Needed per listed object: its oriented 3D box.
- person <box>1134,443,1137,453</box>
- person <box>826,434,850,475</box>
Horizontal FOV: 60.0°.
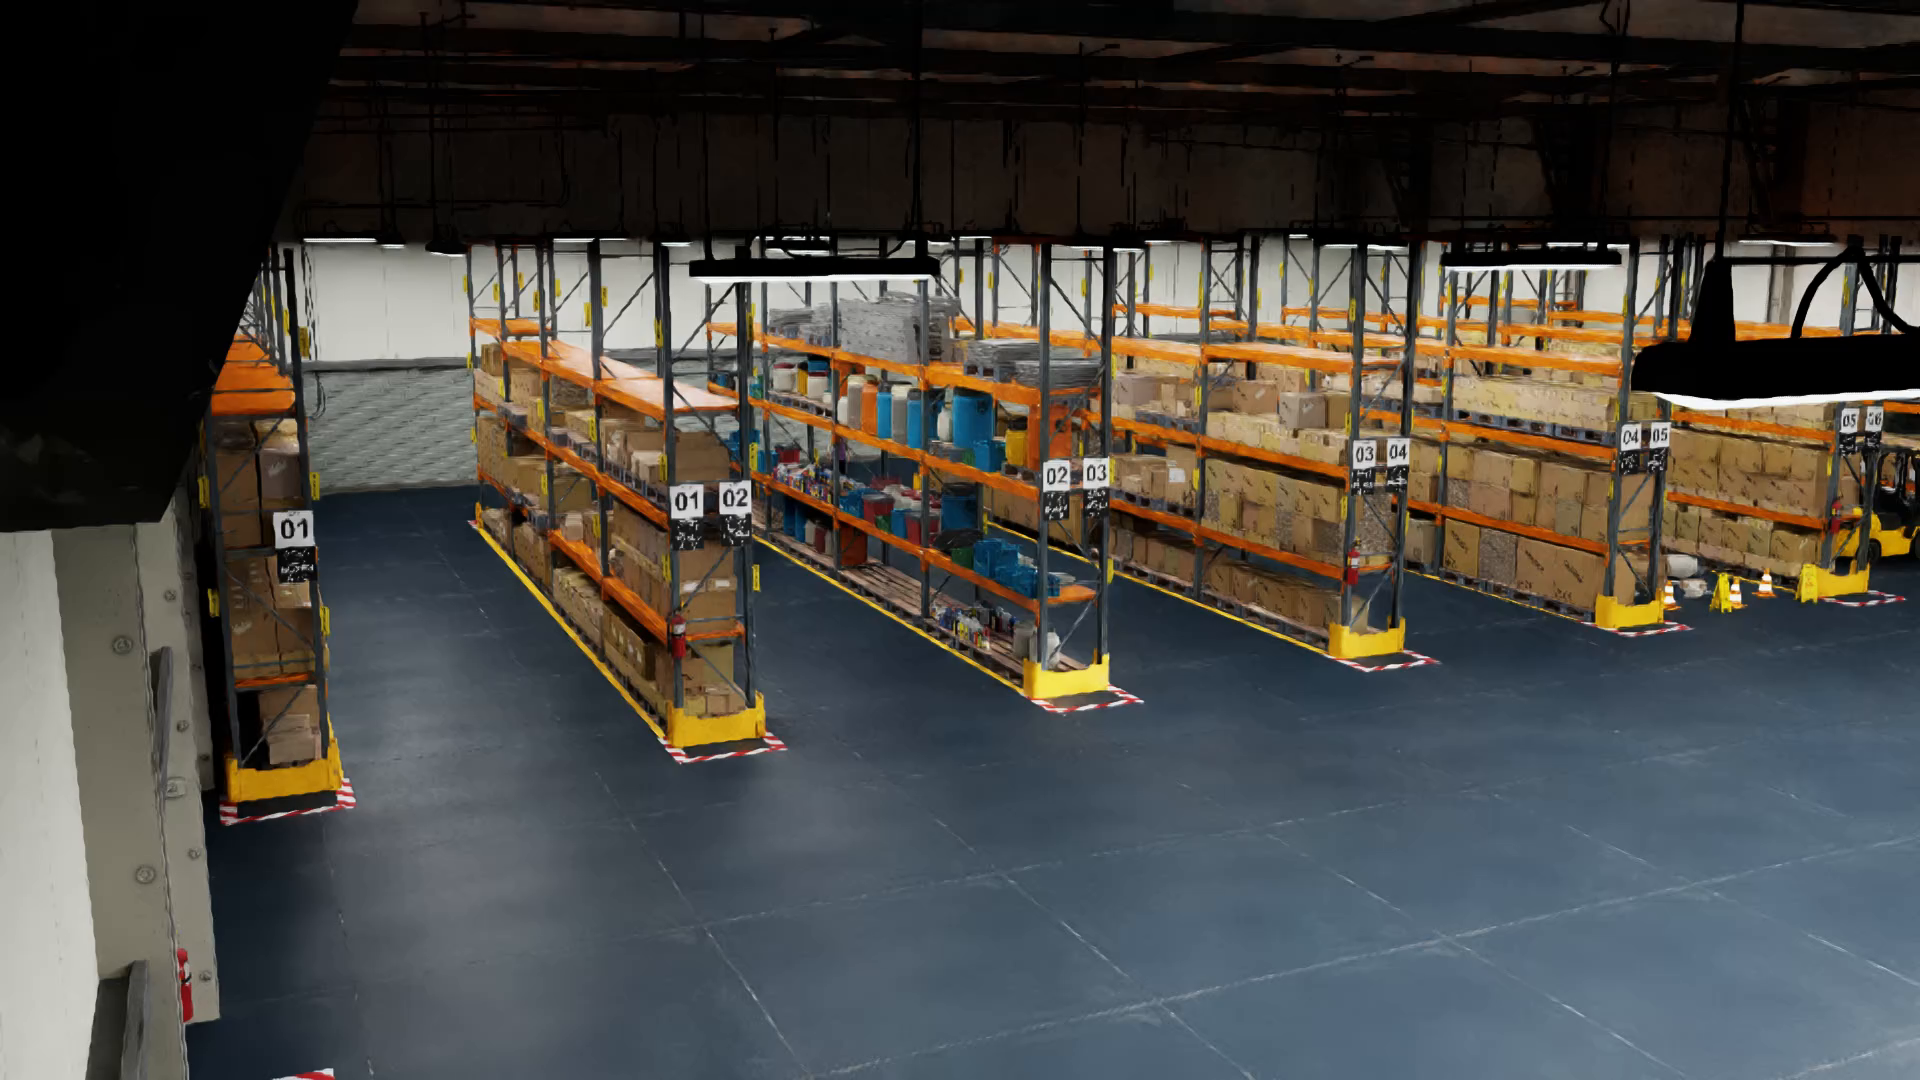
[{"bbox_3d":[3.548,-1.153,34.278,0.678,1.784,0.448,11,15,44],"label":"person"},{"bbox_3d":[-2.855,-1.899,38.905,0.566,1.541,0.519,-6,12,-26],"label":"person"}]
